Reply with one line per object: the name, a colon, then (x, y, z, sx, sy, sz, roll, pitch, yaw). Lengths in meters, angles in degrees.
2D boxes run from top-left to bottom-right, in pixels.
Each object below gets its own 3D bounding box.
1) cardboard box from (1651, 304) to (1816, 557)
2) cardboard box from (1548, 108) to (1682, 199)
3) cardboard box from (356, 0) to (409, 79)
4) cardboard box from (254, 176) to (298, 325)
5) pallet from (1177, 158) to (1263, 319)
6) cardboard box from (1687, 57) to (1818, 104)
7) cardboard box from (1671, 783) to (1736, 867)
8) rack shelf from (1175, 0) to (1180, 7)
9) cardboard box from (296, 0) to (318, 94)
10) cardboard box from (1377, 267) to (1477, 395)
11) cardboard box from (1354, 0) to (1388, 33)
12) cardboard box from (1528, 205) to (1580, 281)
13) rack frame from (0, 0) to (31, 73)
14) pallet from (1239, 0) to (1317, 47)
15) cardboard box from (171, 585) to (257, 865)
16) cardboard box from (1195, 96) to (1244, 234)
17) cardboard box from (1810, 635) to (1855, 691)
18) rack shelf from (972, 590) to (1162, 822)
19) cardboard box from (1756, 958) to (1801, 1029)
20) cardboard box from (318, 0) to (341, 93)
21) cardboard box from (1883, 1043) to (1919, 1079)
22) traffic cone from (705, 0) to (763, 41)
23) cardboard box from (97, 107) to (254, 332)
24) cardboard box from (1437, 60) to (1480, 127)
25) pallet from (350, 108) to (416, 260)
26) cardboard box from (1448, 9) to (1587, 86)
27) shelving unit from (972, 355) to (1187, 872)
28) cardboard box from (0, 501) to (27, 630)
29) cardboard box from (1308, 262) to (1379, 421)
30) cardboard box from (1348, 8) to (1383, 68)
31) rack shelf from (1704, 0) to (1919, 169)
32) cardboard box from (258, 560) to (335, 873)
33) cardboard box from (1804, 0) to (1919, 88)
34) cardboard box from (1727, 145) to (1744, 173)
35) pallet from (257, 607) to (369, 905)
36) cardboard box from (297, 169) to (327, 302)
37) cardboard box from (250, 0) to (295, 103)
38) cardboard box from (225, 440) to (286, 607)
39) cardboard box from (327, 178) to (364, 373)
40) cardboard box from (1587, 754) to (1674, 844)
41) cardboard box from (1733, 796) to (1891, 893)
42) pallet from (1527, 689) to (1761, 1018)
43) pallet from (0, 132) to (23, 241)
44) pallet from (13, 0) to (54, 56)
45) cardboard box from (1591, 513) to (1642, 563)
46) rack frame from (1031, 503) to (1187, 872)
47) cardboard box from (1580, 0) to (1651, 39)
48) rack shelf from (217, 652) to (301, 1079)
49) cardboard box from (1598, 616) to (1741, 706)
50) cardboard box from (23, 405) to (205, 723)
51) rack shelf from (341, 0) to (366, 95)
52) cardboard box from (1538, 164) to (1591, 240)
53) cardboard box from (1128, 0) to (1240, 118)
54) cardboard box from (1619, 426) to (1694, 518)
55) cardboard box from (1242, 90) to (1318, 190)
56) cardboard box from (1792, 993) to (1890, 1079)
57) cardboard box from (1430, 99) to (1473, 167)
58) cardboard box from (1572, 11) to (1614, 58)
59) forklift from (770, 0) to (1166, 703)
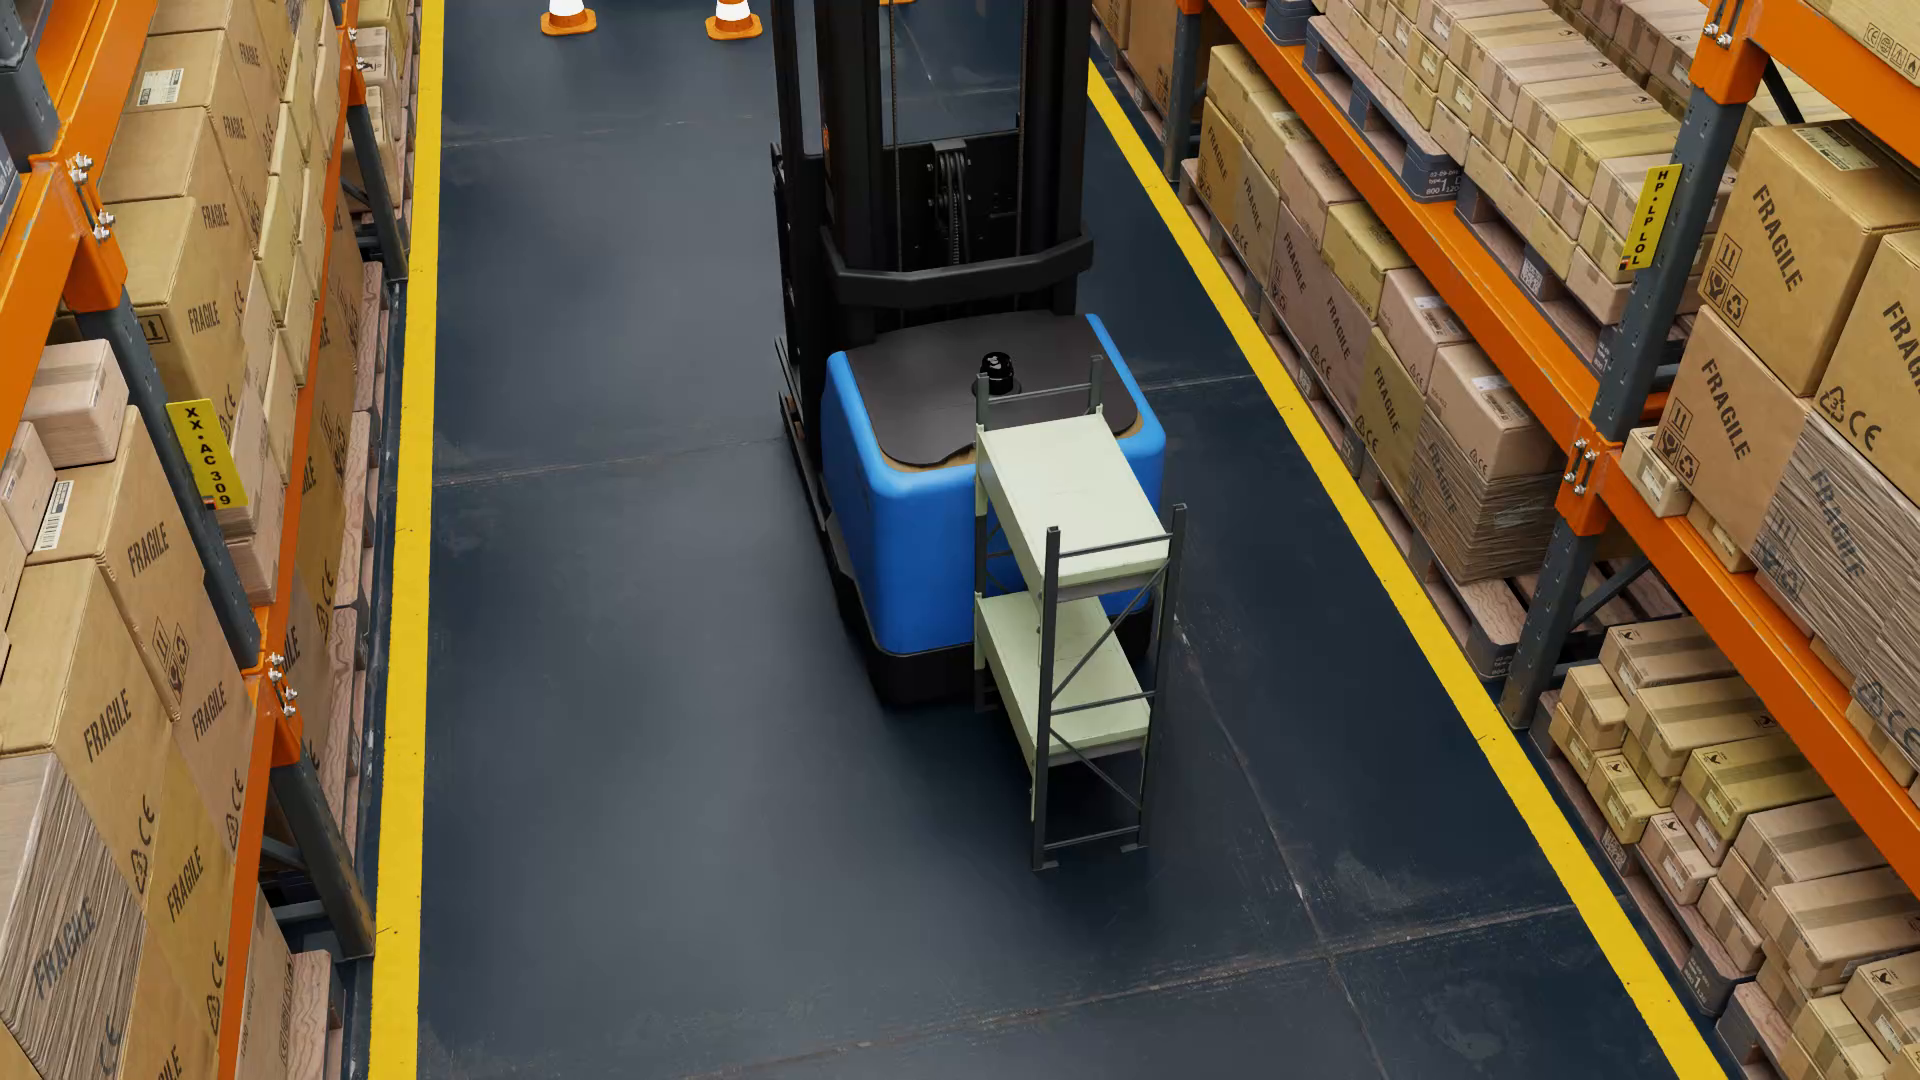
cardboard box: (2.320, -0.335, 4.569, 0.500, 0.500, 0.500, -9, 42, -10)
cardboard box: (2.123, -1.235, 5.307, 0.380, 0.149, 0.250, -10, 42, -11)
cardboard box: (-3.653, -2.873, 9.390, 0.950, 0.372, 0.625, -7, 42, -8)
cardboard box: (-2.395, -0.890, 5.230, 0.500, 0.250, 0.500, -8, 42, -9)
pallet: (1.763, -1.587, 8.379, 1.003, 0.211, 1.213, -8, 42, -9)
cardboard box: (2.704, -1.497, 5.601, 0.380, 0.149, 0.250, -8, 42, -9)
cardboard box: (2.455, 0.839, 5.152, 0.380, 0.149, 0.250, -9, 42, -10)
rack shelf: (1.164, -4.164, 9.723, 1.077, 0.370, 4.000, -8, 42, -9)
cardboard box: (-2.749, -1.883, 6.348, 0.500, 0.250, 0.500, -9, 42, -10)
cardboard box: (1.954, -0.828, 6.425, 0.500, 0.250, 0.500, -6, 42, -7)
cardboard box: (1.784, -2.134, 6.543, 0.380, 0.149, 0.250, -9, 42, -10)
cardboard box: (2.123, -1.004, 5.494, 0.380, 0.149, 0.250, -8, 42, -9)
rack frame: (-2.352, -2.012, 2.238, 1.000, 3.000, 0.127, -8, 42, -9)
pallet: (1.854, -2.618, 7.584, 1.213, 0.211, 1.003, -8, 42, -9)
cardboard box: (-2.003, 0.458, 3.899, 0.500, 0.500, 0.500, -8, 42, -9)
cardboard box: (1.500, -1.864, 8.156, 0.500, 0.500, 0.500, -10, 43, -11)
cardboard box: (2.491, 0.280, 4.364, 0.380, 0.149, 0.250, -10, 43, -11)
rack shelf: (0.339, 0.508, 5.539, 0.431, 0.370, 0.720, -10, 43, -11)
cardboard box: (2.582, 1.301, 4.857, 0.380, 0.149, 0.250, -10, 43, -11)
cardboard box: (-2.853, -2.015, 6.873, 0.500, 0.250, 0.500, -10, 43, -11)
cardboard box: (2.644, 1.413, 4.282, 0.380, 0.149, 0.250, -8, 42, -9)
traffic cone: (-1.405, -3.358, 10.184, 0.336, 0.463, 0.334, -8, 42, -9)
cardboard box: (-2.303, -0.832, 4.600, 0.500, 0.500, 0.500, -9, 42, -10)
cardboard box: (1.954, -1.625, 5.970, 0.380, 0.149, 0.250, -10, 43, -11)
pallet: (-3.383, -1.825, 8.647, 1.003, 0.211, 1.213, -8, 42, -9)
cardboard box: (1.963, -1.733, 5.868, 0.380, 0.149, 0.250, -10, 42, -11)
shelving unit: (0.339, 0.265, 5.322, 0.431, 1.500, 0.755, -10, 43, -11)
cardboard box: (-1.980, 0.081, 3.082, 0.380, 0.149, 0.250, -8, 42, -9)
cardboard box: (1.837, -0.875, 7.043, 0.500, 0.500, 0.500, -9, 42, -10)
cardboard box: (1.783, -2.021, 6.641, 0.380, 0.149, 0.250, -8, 42, -9)
rack shelf: (2.891, -0.100, 2.885, 1.077, 0.370, 4.000, -8, 42, -9)
cardboard box: (-2.564, 0.478, 5.236, 0.875, 0.875, 0.875, -7, 42, -8)
cardboard box: (2.301, -1.271, 3.776, 0.500, 0.250, 0.500, -6, 42, -7)
cardboard box: (2.765, -1.207, 5.499, 0.380, 0.149, 0.250, -9, 42, -10)
pallet: (-2.592, 0.785, 5.707, 1.003, 0.211, 1.213, -8, 42, -9)
cardboard box: (-2.497, -1.031, 5.765, 0.500, 0.250, 0.500, -9, 42, -10)
cardboard box: (-2.629, -1.821, 5.713, 0.500, 0.500, 0.500, -8, 42, -9)
cardboard box: (-2.189, -0.036, 4.644, 0.500, 0.250, 0.500, -9, 42, -10)
cardboard box: (-3.148, -1.264, 7.199, 0.875, 0.875, 0.875, -9, 42, -10)
cardboard box: (2.282, 0.820, 5.398, 0.380, 0.149, 0.250, -7, 42, -8)
cardboard box: (2.514, 0.906, 4.853, 0.380, 0.149, 0.250, -9, 42, -10)
pallet: (2.639, 0.930, 5.544, 1.003, 0.211, 1.213, -8, 42, -9)
pallet: (-2.186, -0.326, 2.665, 1.003, 0.211, 1.213, -8, 42, -9)
pallet: (-2.598, -1.406, 3.959, 0.805, 0.209, 1.217, -10, 43, -11)
cardboard box: (2.559, -0.283, 6.376, 0.500, 0.500, 0.500, -7, 42, -8)
rack frame: (0.432, 0.500, 5.057, 0.400, 1.500, 0.023, -10, 43, -11)
cardboard box: (2.543, -1.988, 6.155, 0.380, 0.149, 0.250, -7, 42, -8)
rack shelf: (-1.921, 1.797, 3.008, 1.077, 0.370, 4.000, -8, 42, -9)
cardboard box: (2.331, 0.396, 5.427, 0.380, 0.149, 0.250, -7, 42, -8)
cardboard box: (-1.981, 0.086, 3.565, 0.500, 0.500, 0.500, -9, 42, -10)
rack shelf: (-3.647, -3.389, 8.850, 1.077, 0.370, 4.000, -8, 42, -9)
cardboard box: (2.123, -1.118, 5.399, 0.380, 0.149, 0.250, -8, 42, -9)
cardboard box: (1.552, -2.860, 9.090, 1.050, 0.750, 0.750, -9, 42, -10)
cardboard box: (2.201, -0.219, 4.927, 0.380, 0.149, 0.250, -7, 42, -8)
cardboard box: (1.618, -1.829, 7.552, 0.500, 0.250, 0.500, -9, 42, -10)
cardboard box: (2.540, 1.369, 4.556, 0.380, 0.149, 0.250, -9, 42, -10)
cardboard box: (1.952, -1.508, 6.062, 0.380, 0.149, 0.250, -10, 43, -11)
cardboard box: (2.535, -1.889, 6.267, 0.380, 0.149, 0.250, -9, 42, -10)
forklift: (-0.161, -1.500, 6.232, 1.130, 2.935, 3.031, -10, 43, -11)
